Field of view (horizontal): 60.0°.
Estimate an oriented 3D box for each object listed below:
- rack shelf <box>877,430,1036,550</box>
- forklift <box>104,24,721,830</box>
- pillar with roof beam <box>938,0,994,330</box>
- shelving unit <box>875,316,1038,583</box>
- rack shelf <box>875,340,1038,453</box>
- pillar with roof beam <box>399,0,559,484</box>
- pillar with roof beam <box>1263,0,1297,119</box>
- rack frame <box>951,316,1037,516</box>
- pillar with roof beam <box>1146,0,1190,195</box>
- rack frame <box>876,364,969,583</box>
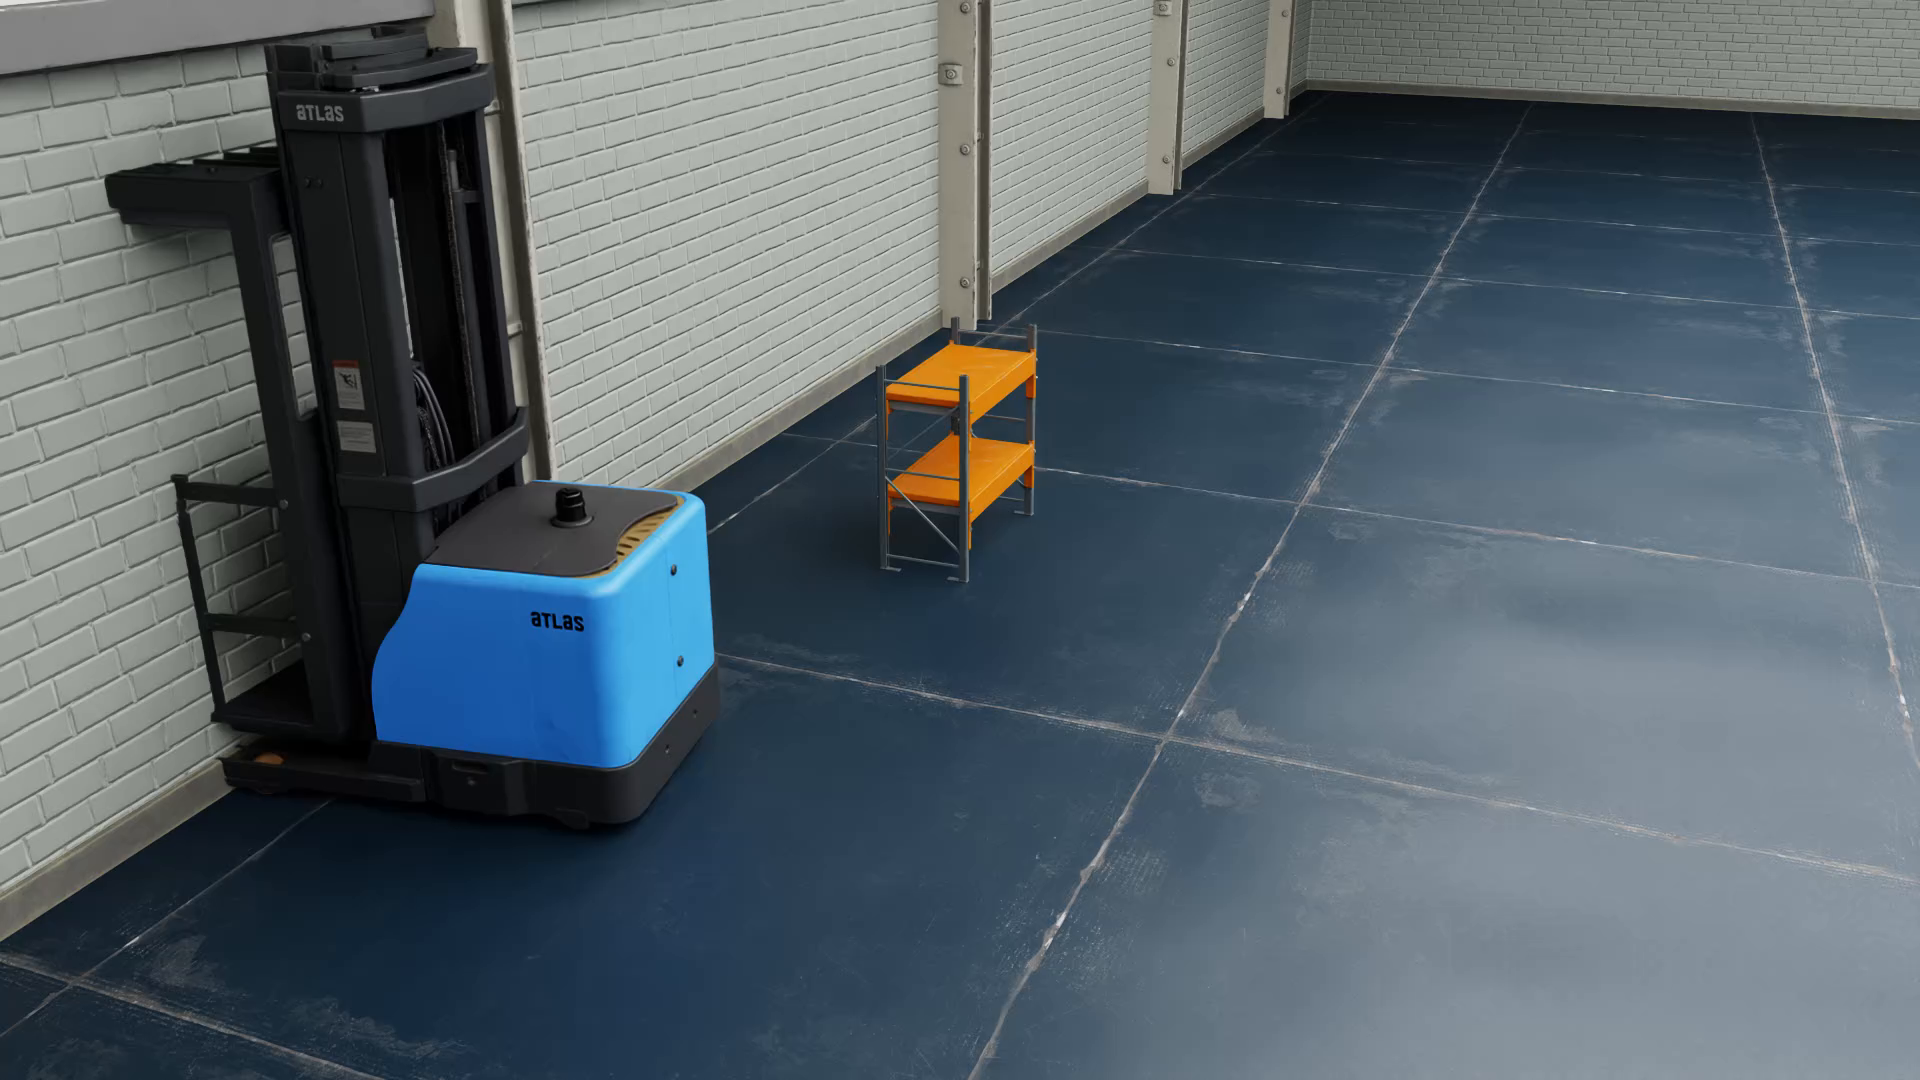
[{"bbox_3d":[-0.003,-0.291,9.122,0.538,0.278,1.000,9,24,20],"label":"rack shelf"},{"bbox_3d":[-2.621,-0.508,6.663,3.031,2.935,1.130,5,23,12],"label":"forklift"},{"bbox_3d":[4.039,-5.297,10.255,9.100,9.000,0.400,9,24,20],"label":"pillar with roof beam"},{"bbox_3d":[-0.003,-0.517,9.027,0.538,1.125,1.048,9,24,20],"label":"shelving unit"},{"bbox_3d":[-0.003,-0.787,8.915,0.538,0.278,1.000,9,24,20],"label":"rack shelf"},{"bbox_3d":[1.810,-3.150,5.115,9.100,9.000,0.400,9,24,20],"label":"pillar with roof beam"},{"bbox_3d":[8.496,-9.591,20.536,9.100,9.000,0.400,9,24,20],"label":"pillar with roof beam"},{"bbox_3d":[0.186,-0.699,9.463,0.500,1.125,0.032,9,24,20],"label":"rack frame"},{"bbox_3d":[6.267,-7.444,15.396,9.100,9.000,0.400,9,24,20],"label":"pillar with roof beam"},{"bbox_3d":[-0.191,-0.335,8.592,0.500,1.125,0.032,9,24,20],"label":"rack frame"}]
